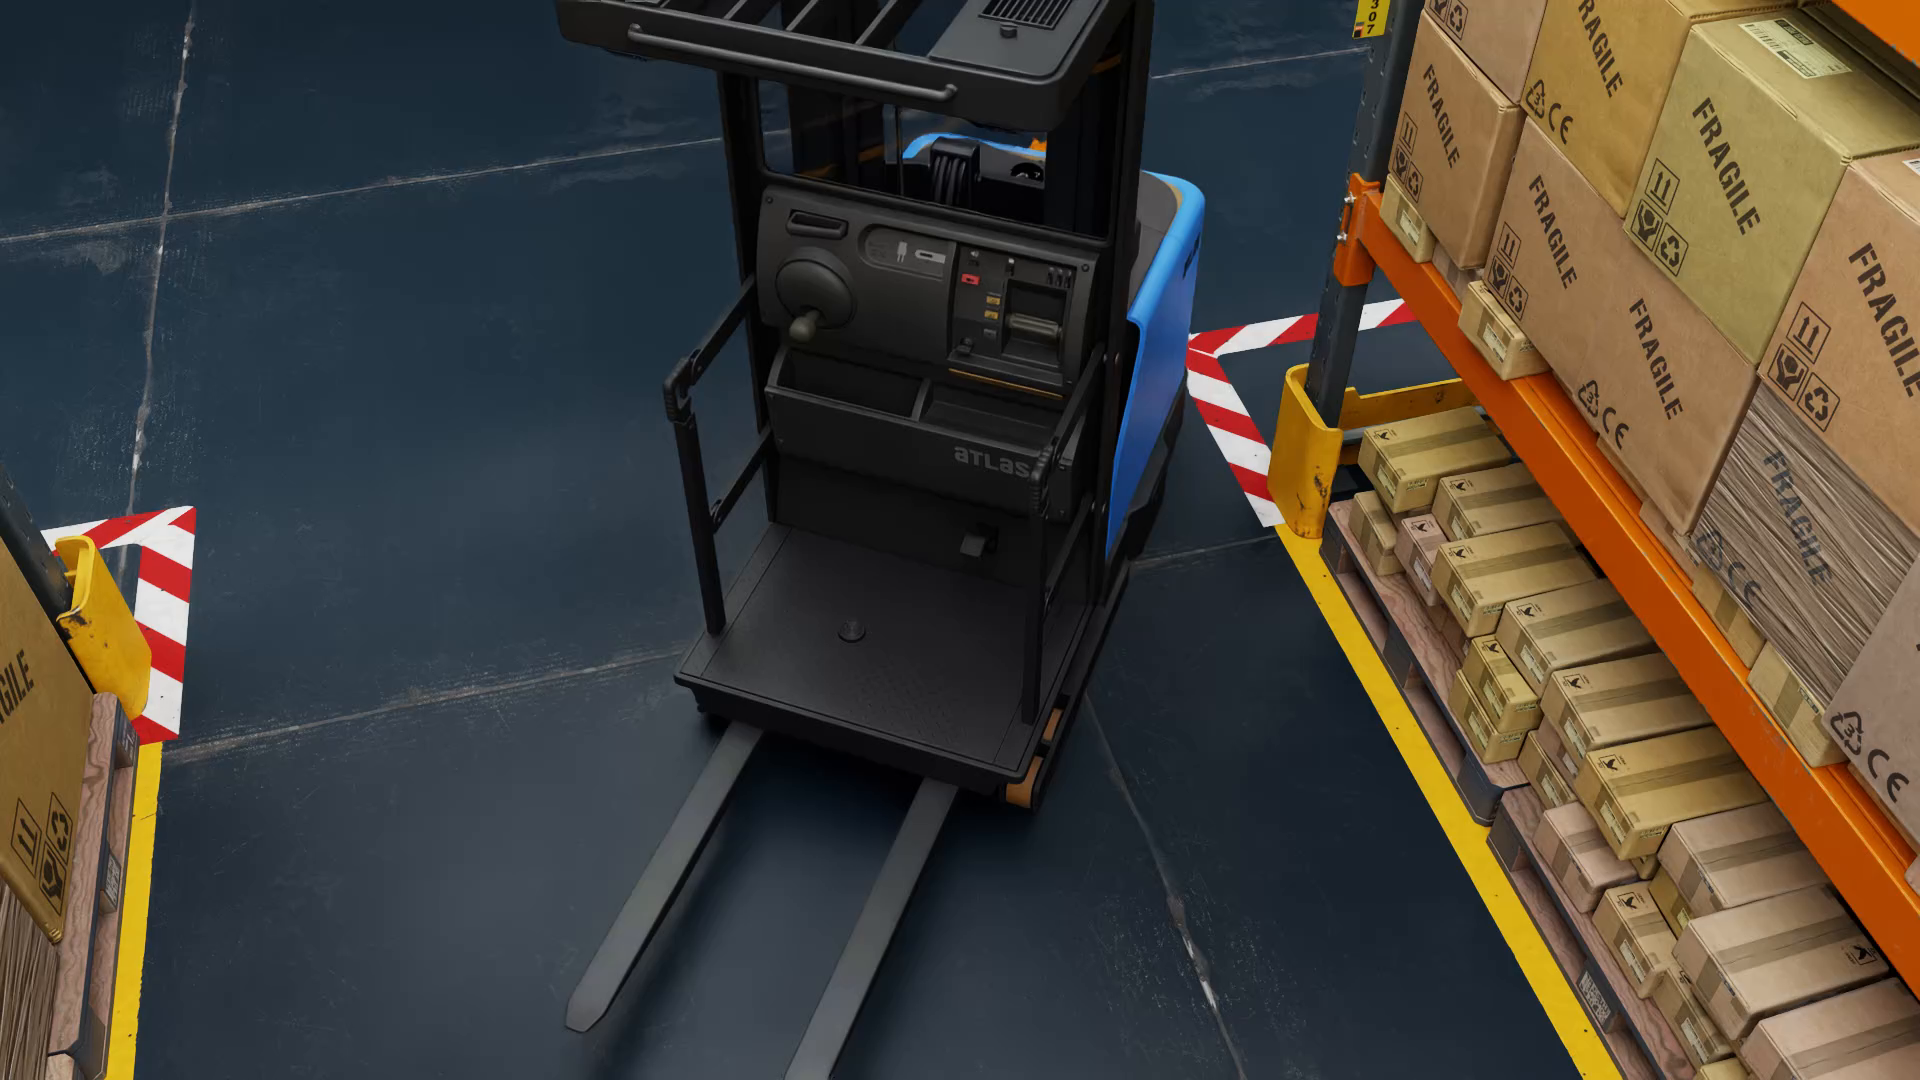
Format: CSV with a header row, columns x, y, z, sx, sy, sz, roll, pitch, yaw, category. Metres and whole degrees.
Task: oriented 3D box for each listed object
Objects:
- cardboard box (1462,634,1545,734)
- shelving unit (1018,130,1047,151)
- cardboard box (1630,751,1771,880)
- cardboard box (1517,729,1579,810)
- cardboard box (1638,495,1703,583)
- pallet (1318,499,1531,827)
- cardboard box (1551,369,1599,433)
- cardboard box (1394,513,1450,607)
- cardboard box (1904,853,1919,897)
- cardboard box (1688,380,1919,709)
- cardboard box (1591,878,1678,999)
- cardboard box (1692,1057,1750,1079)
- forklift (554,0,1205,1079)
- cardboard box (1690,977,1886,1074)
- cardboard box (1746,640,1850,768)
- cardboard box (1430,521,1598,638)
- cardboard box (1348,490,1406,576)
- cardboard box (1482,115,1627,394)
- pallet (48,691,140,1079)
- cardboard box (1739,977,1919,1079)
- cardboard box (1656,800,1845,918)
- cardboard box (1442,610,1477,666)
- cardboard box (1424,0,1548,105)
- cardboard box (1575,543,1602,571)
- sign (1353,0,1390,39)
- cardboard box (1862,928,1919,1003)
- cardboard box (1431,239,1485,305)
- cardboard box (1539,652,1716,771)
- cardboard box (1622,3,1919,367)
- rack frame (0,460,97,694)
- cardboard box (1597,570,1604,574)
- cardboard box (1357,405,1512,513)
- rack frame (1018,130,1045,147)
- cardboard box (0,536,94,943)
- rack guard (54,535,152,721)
x,y,z,sx,sy,sz,roll,pitch,yaw,category
1.680,0.385,4.767,0.380,0.149,0.250,-9,46,-9,cardboard box
0.341,-1.053,5.942,0.258,1.200,0.189,15,47,14,shelving unit
1.949,0.730,4.428,0.380,0.149,0.250,-9,46,-8,cardboard box
1.827,0.642,4.722,0.380,0.149,0.250,-11,47,-10,cardboard box
1.838,-0.064,3.888,0.380,0.149,0.250,-12,47,-11,cardboard box
1.863,0.276,5.332,1.003,0.211,1.213,-11,47,-10,pallet
1.757,-0.431,4.248,0.380,0.149,0.250,-9,46,-8,cardboard box
1.571,0.035,5.109,0.380,0.149,0.250,-11,47,-11,cardboard box
2.071,0.657,3.182,0.380,0.149,0.250,-13,47,-12,cardboard box
1.929,-0.042,3.413,0.500,0.500,0.500,-12,47,-11,cardboard box
1.903,1.017,4.356,0.380,0.149,0.250,-11,47,-10,cardboard box
1.999,1.369,4.010,0.380,0.149,0.250,-11,47,-10,cardboard box
-0.174,-0.567,4.253,1.130,2.935,3.031,15,47,14,forklift
2.036,1.111,4.055,0.380,0.149,0.250,-13,47,-12,cardboard box
1.924,0.309,3.523,0.380,0.149,0.250,-10,46,-10,cardboard box
1.603,0.112,4.825,0.380,0.149,0.250,-11,47,-10,cardboard box
1.494,-0.049,5.400,0.380,0.149,0.250,-10,46,-10,cardboard box
1.679,-0.734,4.091,0.500,0.500,0.500,-11,47,-10,cardboard box
-2.871,1.031,4.592,1.003,0.211,1.213,-11,47,-10,pallet
2.027,1.183,3.776,0.380,0.149,0.250,-13,47,-12,cardboard box
1.988,0.808,4.144,0.380,0.149,0.250,-11,47,-10,cardboard box
1.710,0.287,5.071,0.380,0.149,0.250,-10,46,-10,cardboard box
1.528,-1.451,4.093,0.500,0.500,0.500,-11,47,-11,cardboard box
2.095,-0.071,5.213,0.380,0.149,0.250,-12,47,-11,cardboard box
1.145,-1.524,4.537,0.100,0.325,0.005,-11,47,-10,sign
2.539,1.094,4.280,0.380,0.149,0.250,-12,47,-11,cardboard box
1.541,-0.780,4.590,0.380,0.149,0.250,-9,46,-9,cardboard box
1.808,0.461,4.483,0.380,0.149,0.250,-9,46,-9,cardboard box
1.775,-0.740,3.397,0.500,0.500,0.500,-12,47,-11,cardboard box
-3.151,-0.483,4.123,1.000,3.000,0.127,-11,47,-10,rack frame
2.169,0.015,5.337,0.380,0.149,0.250,-9,46,-9,cardboard box
1.475,-0.254,5.184,0.380,0.149,0.250,-13,47,-12,cardboard box
0.310,-0.991,5.881,0.240,1.200,0.006,15,47,14,rack frame
-2.910,0.541,4.313,0.875,0.875,0.875,-11,47,-10,cardboard box
-3.157,0.375,5.032,1.175,0.500,0.348,-11,47,-10,rack guard
